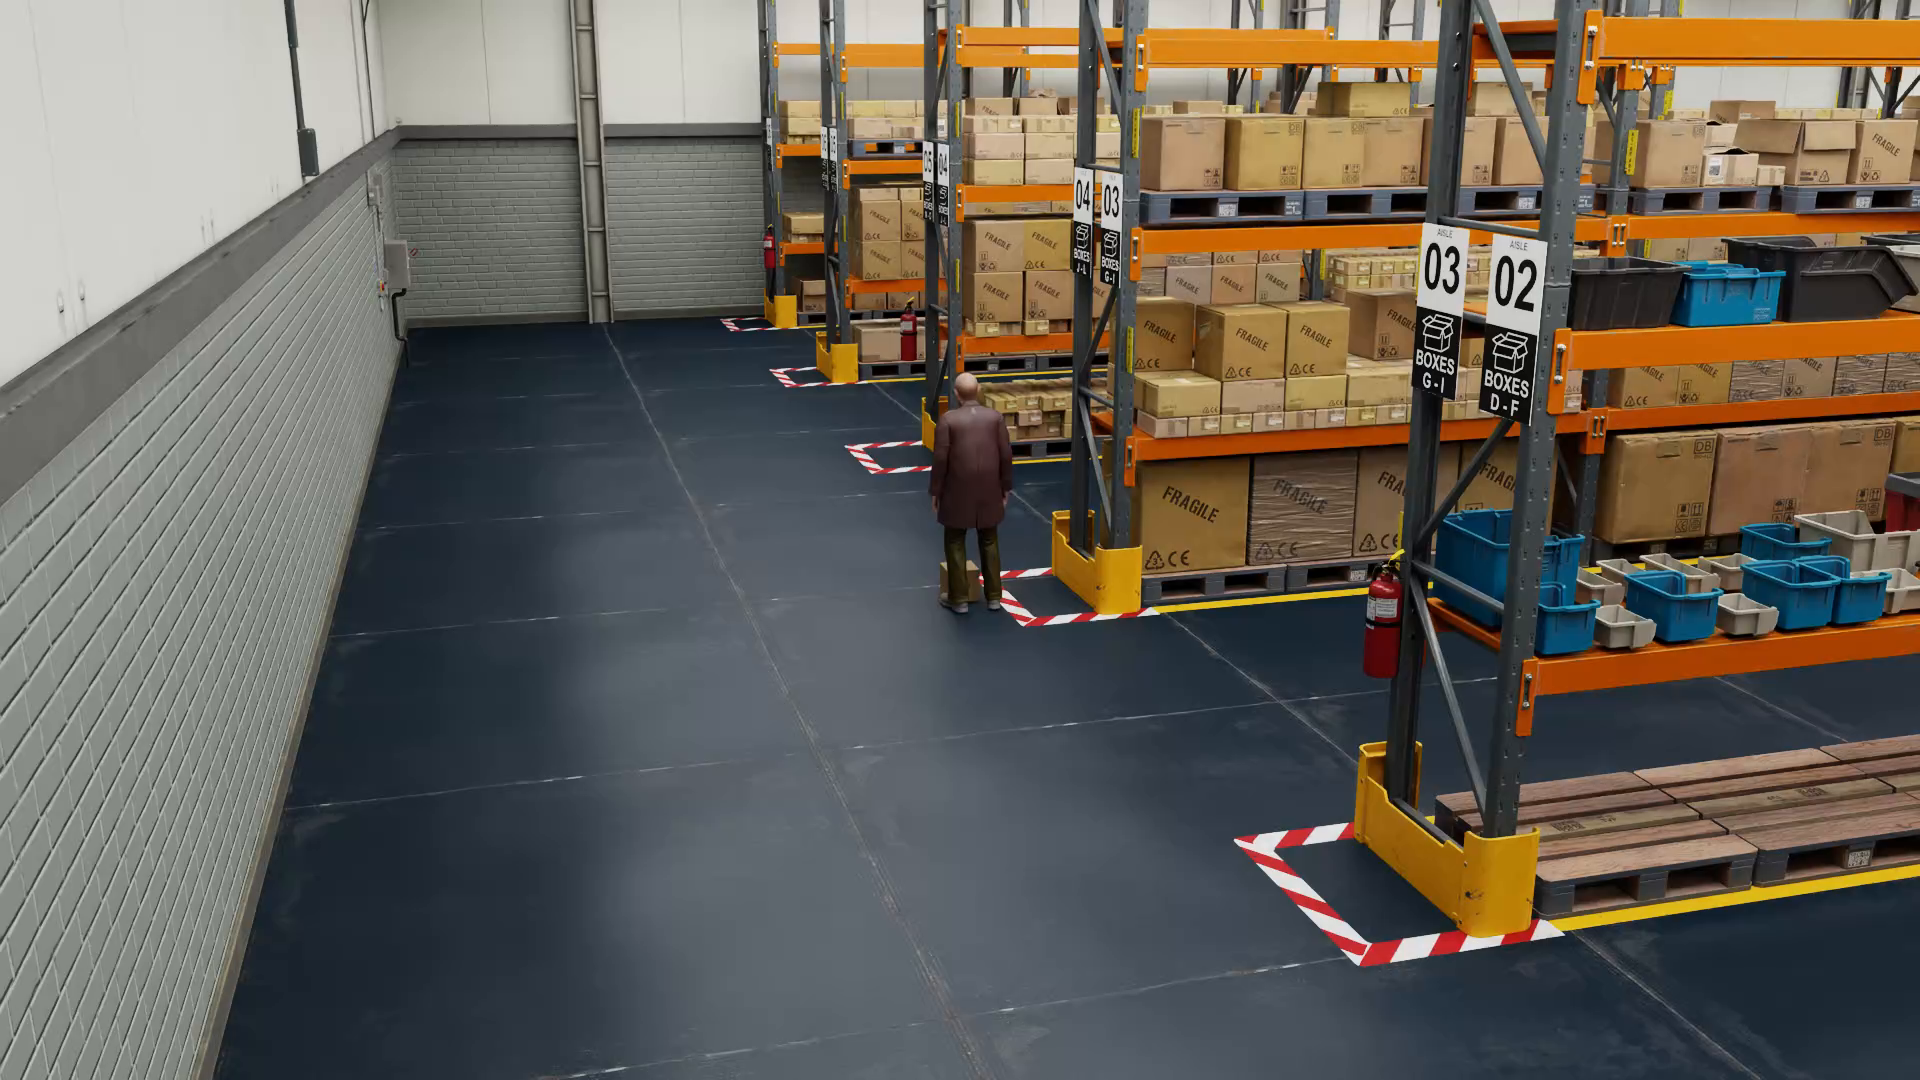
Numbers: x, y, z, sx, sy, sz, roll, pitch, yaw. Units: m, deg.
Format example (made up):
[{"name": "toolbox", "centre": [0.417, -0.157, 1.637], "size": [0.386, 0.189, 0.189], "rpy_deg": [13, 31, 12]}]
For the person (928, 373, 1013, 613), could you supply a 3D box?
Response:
[{"name": "person", "centre": [0.078, -0.351, 12.302], "size": [0.642, 1.773, 0.428], "rpy_deg": [-4, 16, -15]}]
